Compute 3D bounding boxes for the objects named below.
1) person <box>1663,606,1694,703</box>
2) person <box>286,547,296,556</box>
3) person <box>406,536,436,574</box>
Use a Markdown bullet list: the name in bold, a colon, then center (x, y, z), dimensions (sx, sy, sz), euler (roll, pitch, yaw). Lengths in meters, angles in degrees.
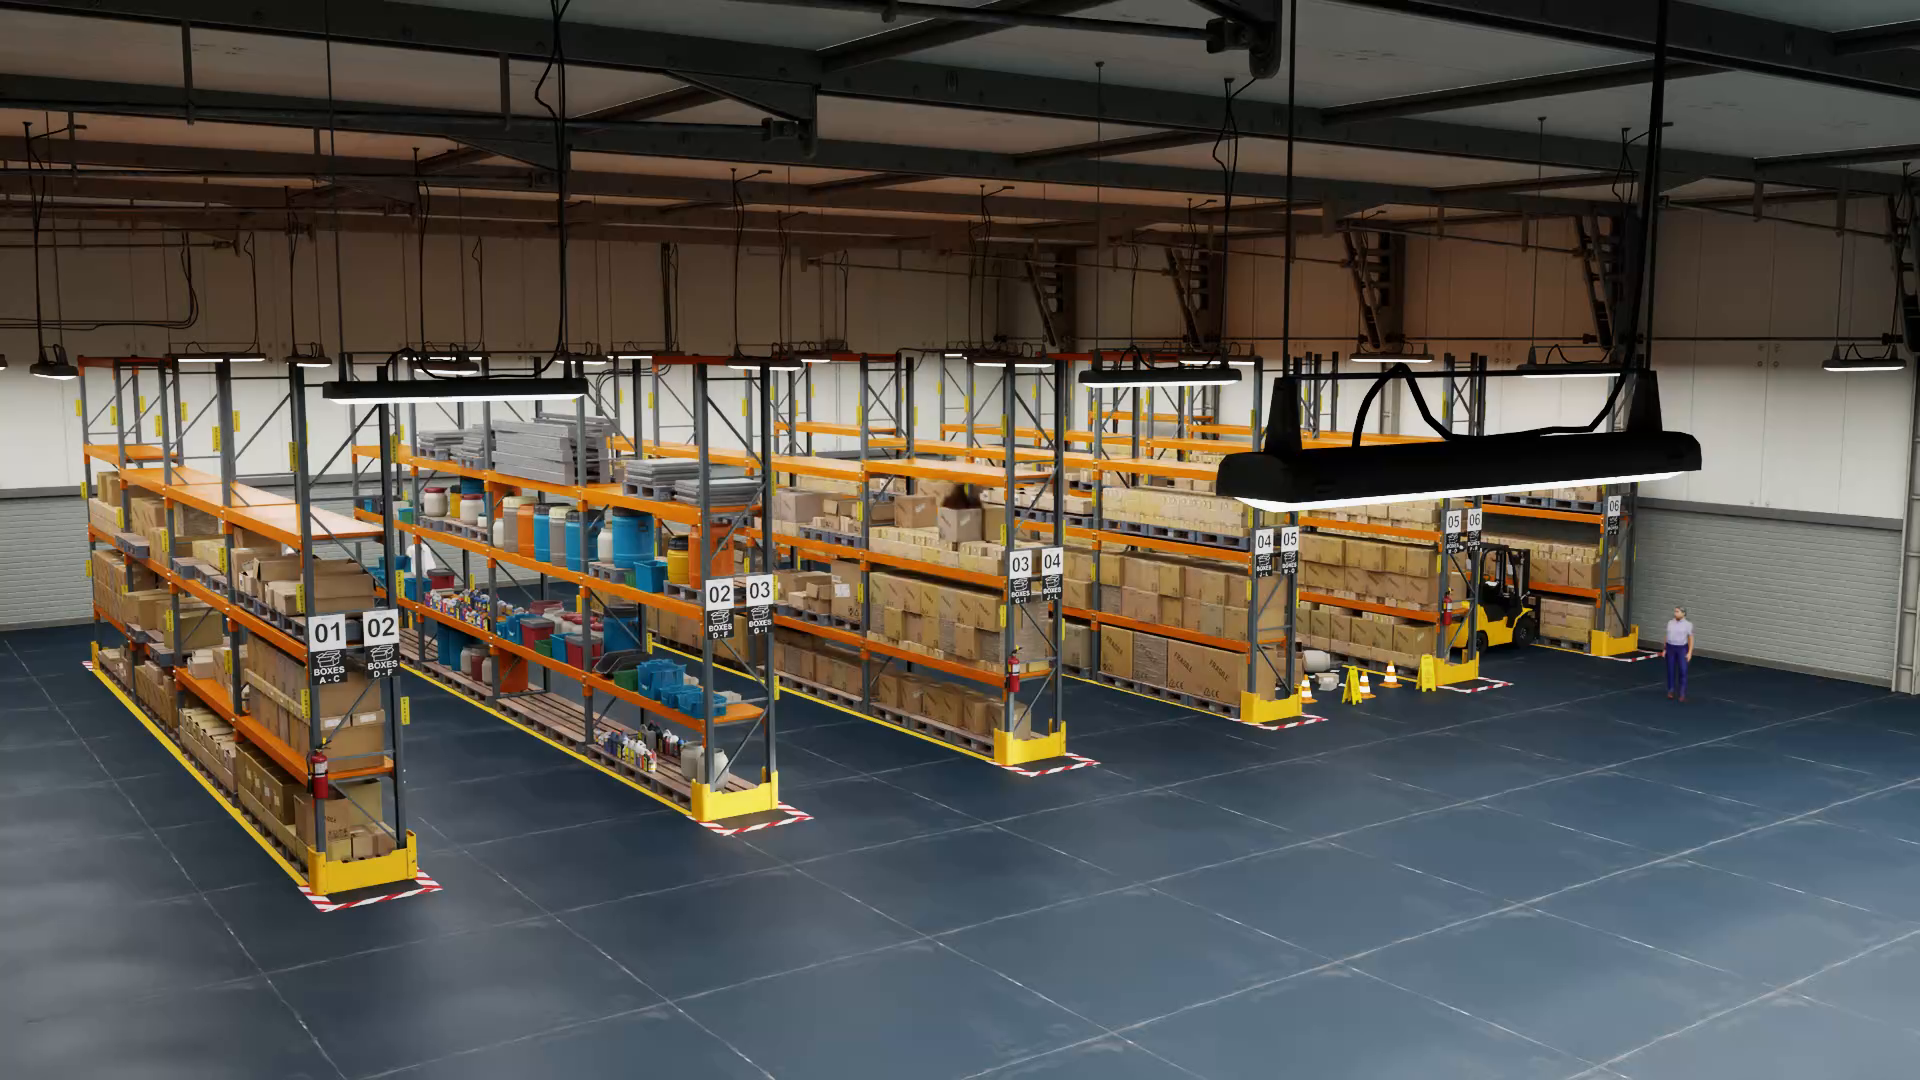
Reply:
- **person**: center (12.598, 1.992, 29.182), dimensions (0.492, 1.675, 0.476), euler (4, 8, 30)
- **person**: center (-14.634, 1.049, 36.443), dimensions (0.686, 1.824, 0.810), euler (-5, 8, -34)
- **person**: center (-12.607, 0.737, 38.937), dimensions (0.666, 1.767, 0.567), euler (-3, 7, -21)
